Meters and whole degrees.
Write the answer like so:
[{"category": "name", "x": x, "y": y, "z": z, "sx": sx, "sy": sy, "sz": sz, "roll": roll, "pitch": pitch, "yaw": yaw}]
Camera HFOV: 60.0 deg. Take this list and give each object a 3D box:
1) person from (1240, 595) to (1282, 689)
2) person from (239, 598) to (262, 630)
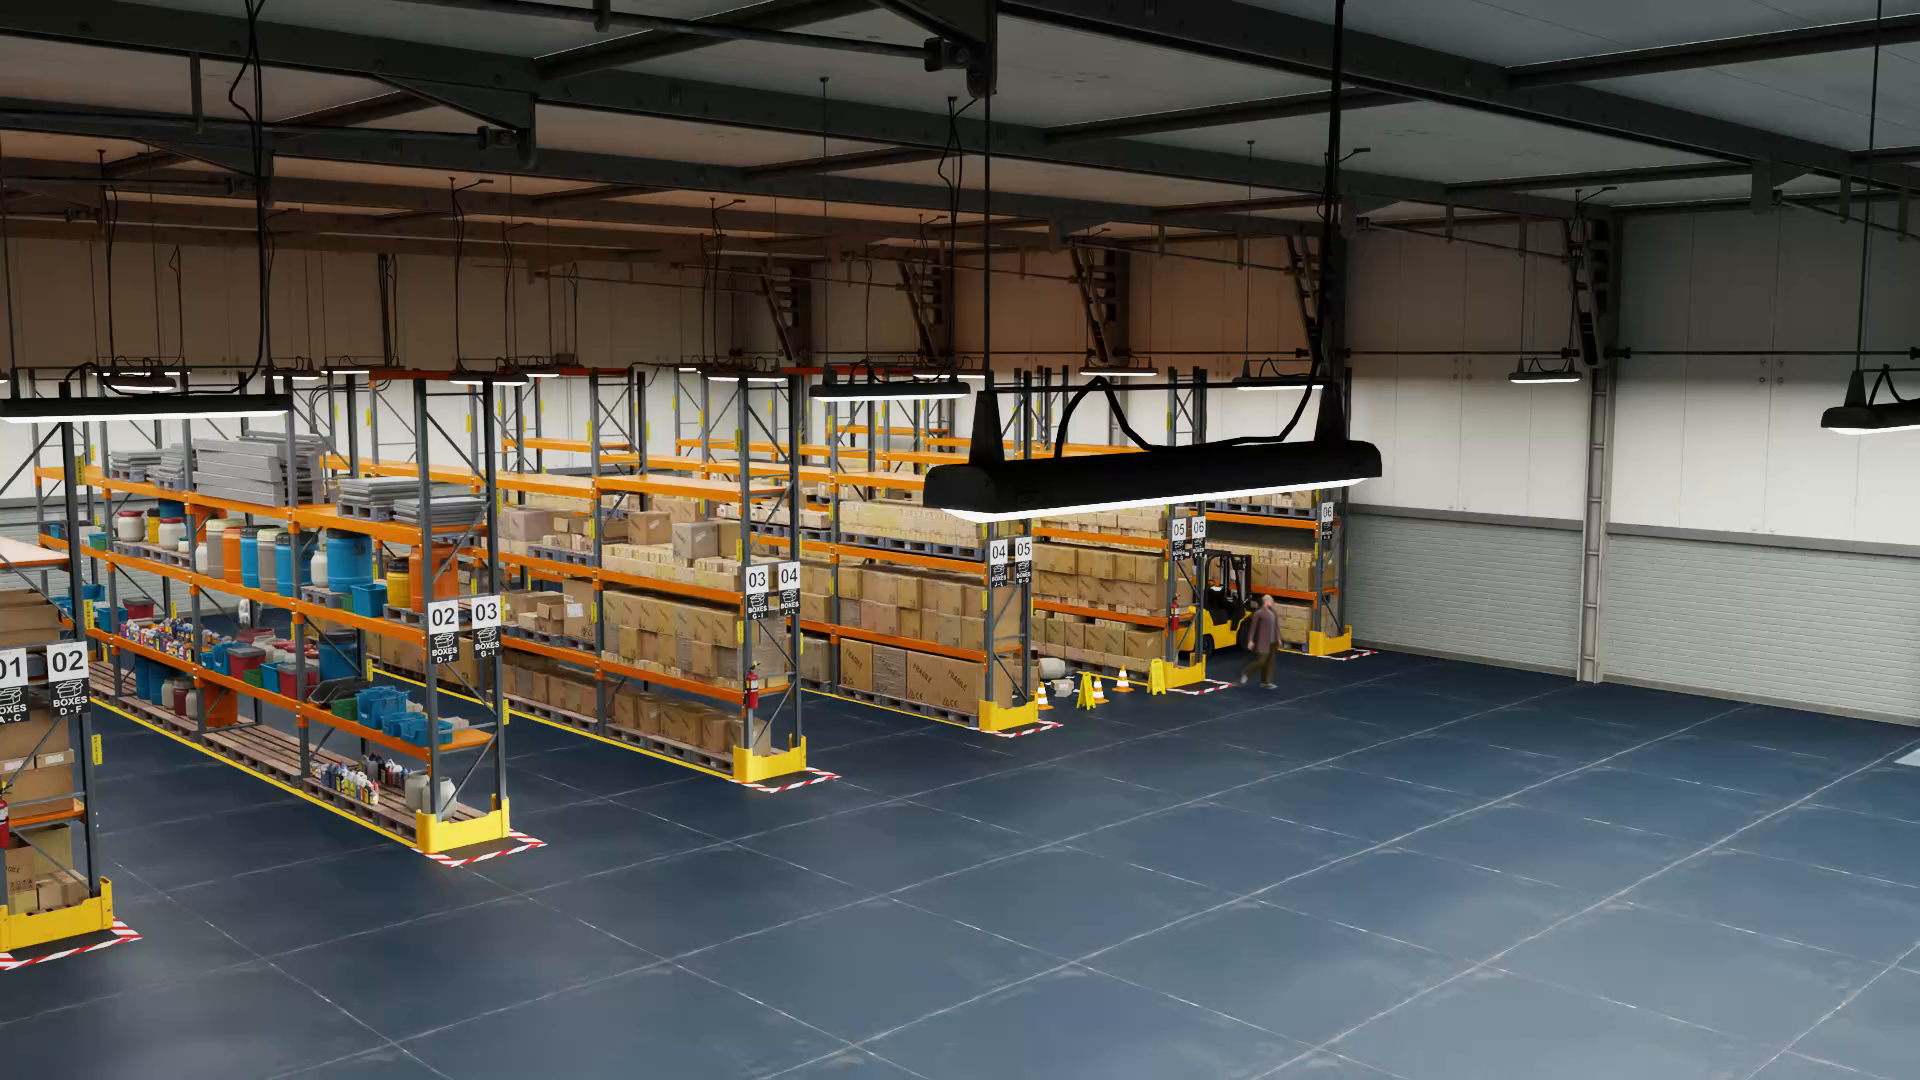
[{"category": "person", "x": 5.674, "y": 1.917, "z": 31.331, "sx": 0.747, "sy": 1.770, "sz": 0.613, "roll": -6, "pitch": 9, "yaw": -41}, {"category": "person", "x": -14.468, "y": 1.725, "z": 33.939, "sx": 0.860, "sy": 1.631, "sz": 0.617, "roll": 6, "pitch": 9, "yaw": 42}]
